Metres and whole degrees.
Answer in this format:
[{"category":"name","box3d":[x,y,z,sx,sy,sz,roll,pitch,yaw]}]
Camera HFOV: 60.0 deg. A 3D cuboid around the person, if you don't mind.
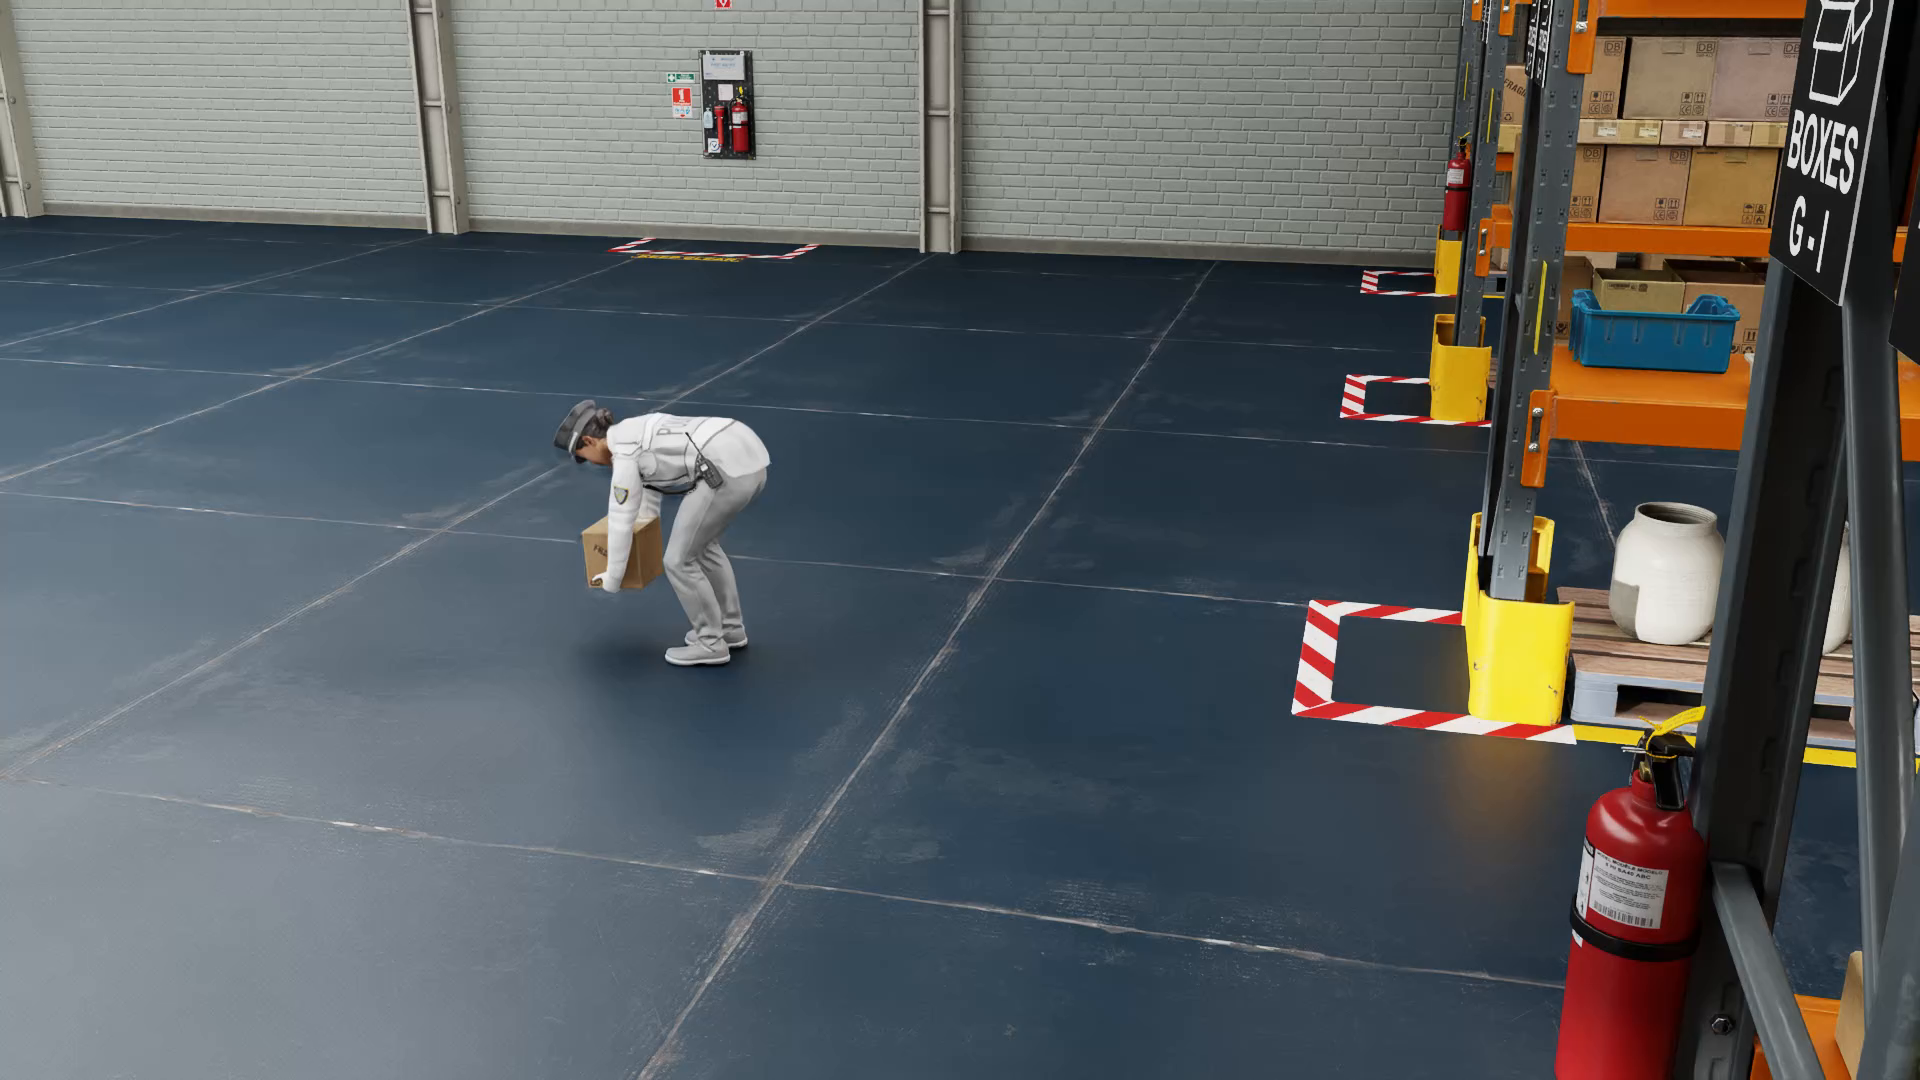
[{"category":"person","box3d":[-1.259,-0.039,7.065,0.926,1.106,0.405,4,19,12]}]
